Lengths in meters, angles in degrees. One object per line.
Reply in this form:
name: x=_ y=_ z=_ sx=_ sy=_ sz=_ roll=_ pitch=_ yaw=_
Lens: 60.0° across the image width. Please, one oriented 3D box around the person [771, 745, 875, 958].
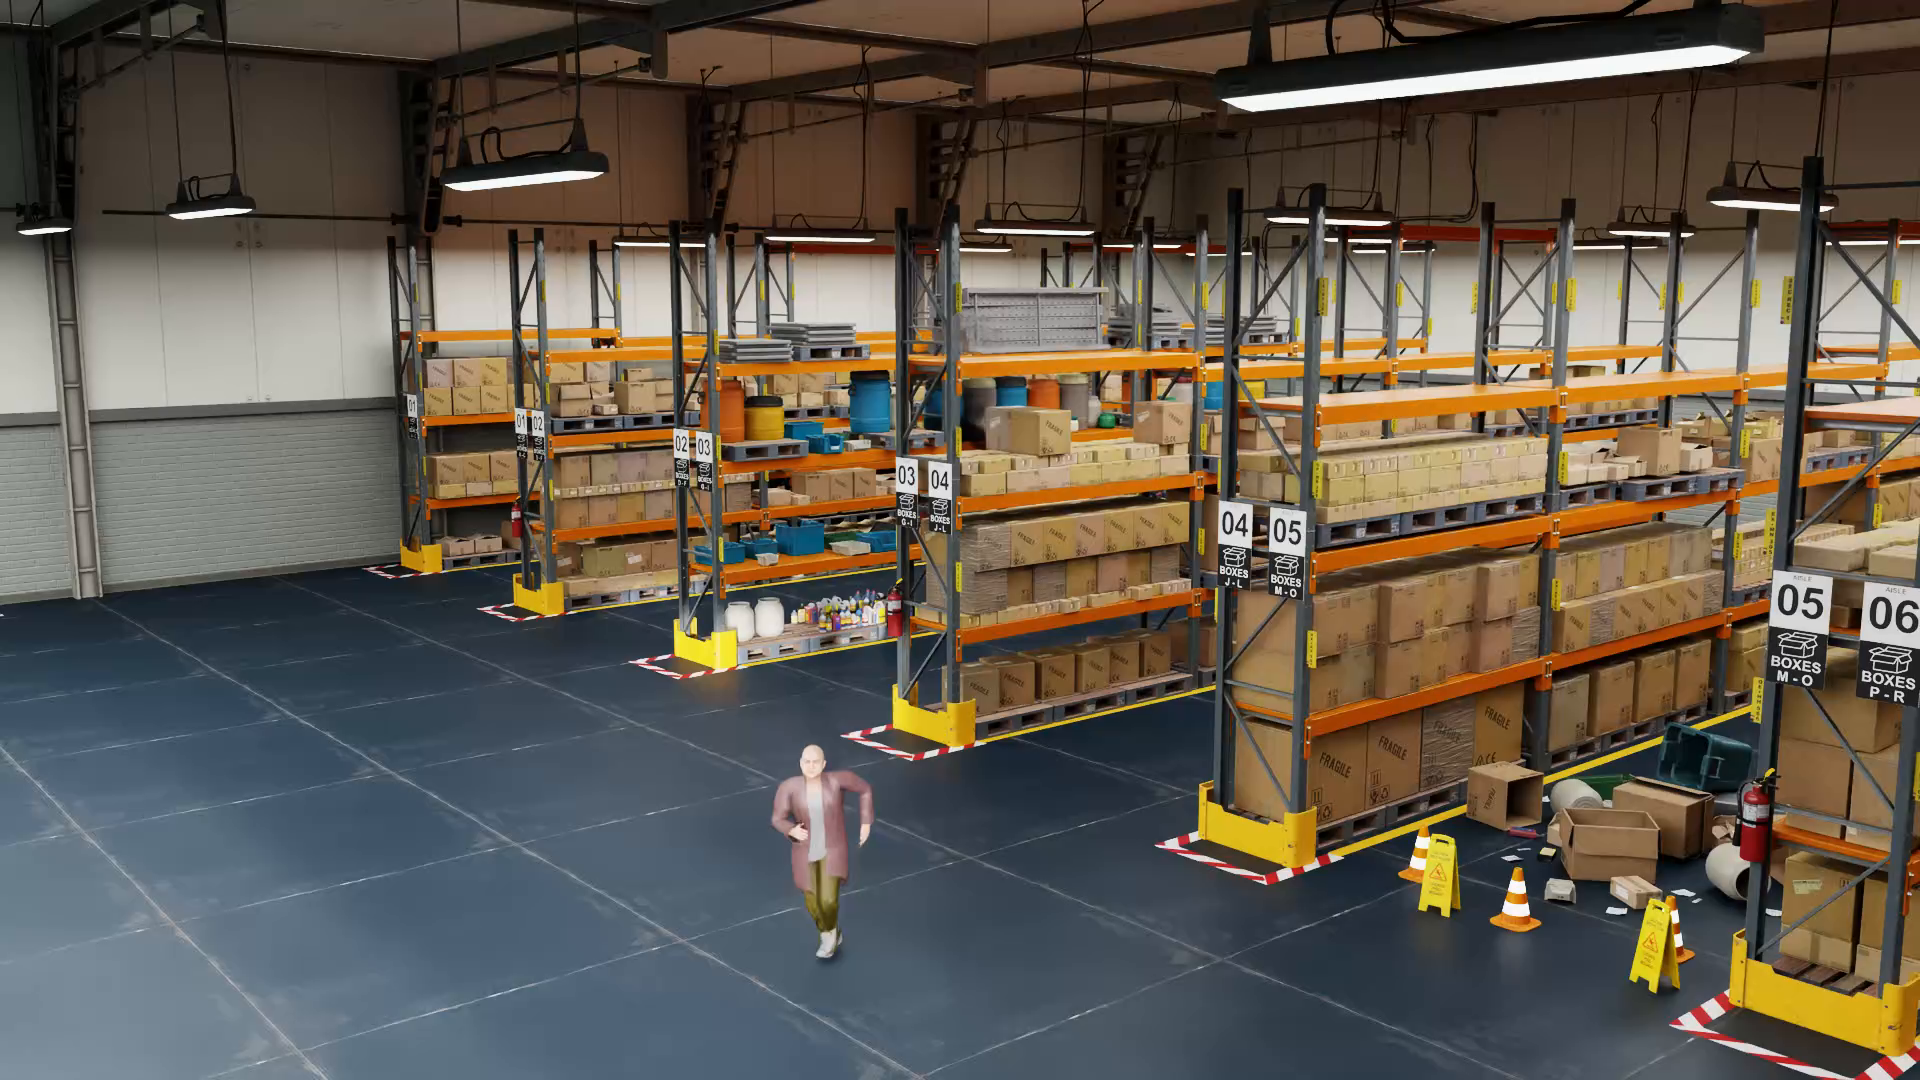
person: x=-1.041 y=2.430 z=12.585 sx=0.759 sy=1.633 sz=0.793 roll=0 pitch=9 yaw=3
